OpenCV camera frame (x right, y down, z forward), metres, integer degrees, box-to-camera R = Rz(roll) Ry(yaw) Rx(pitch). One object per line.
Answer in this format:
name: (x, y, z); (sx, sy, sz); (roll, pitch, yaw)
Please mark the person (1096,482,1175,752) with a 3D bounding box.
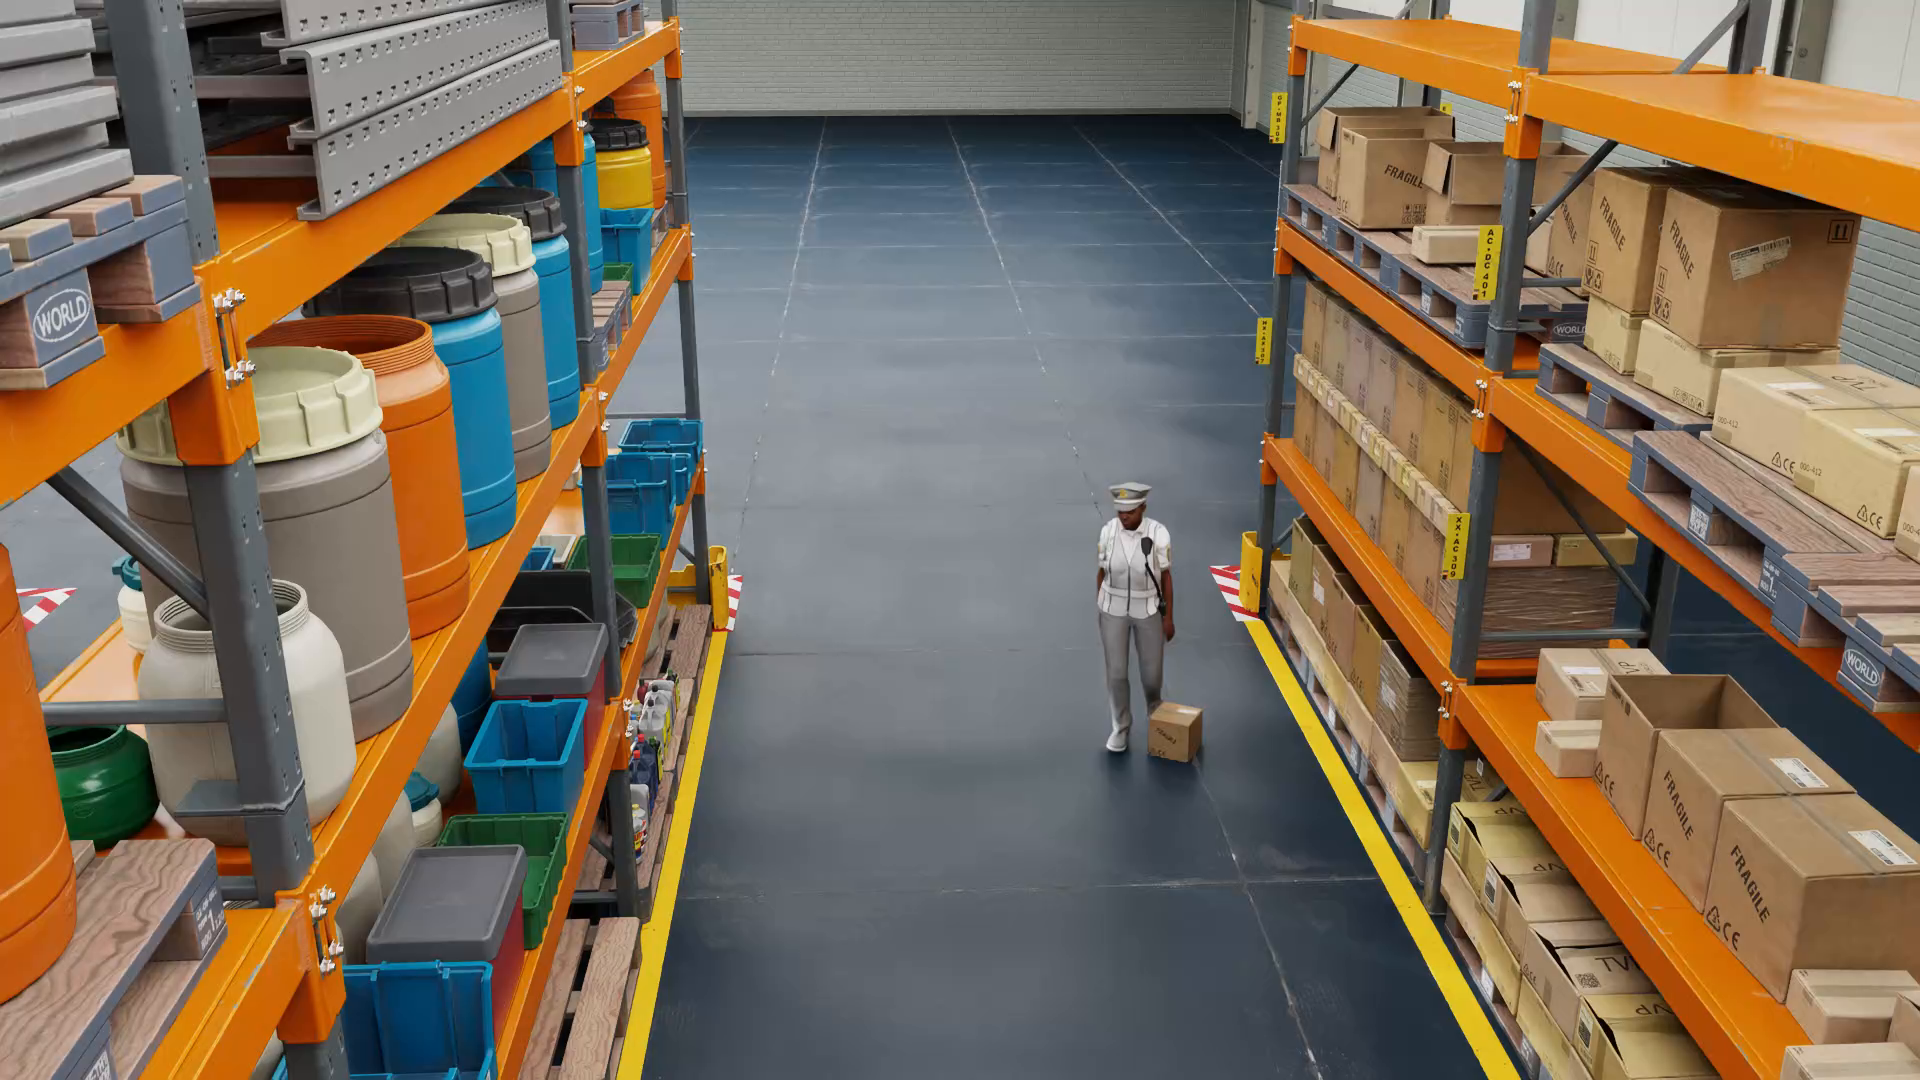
person: (1.045, 0.425, 9.877); (0.478, 1.655, 0.526); (5, 21, 13)
